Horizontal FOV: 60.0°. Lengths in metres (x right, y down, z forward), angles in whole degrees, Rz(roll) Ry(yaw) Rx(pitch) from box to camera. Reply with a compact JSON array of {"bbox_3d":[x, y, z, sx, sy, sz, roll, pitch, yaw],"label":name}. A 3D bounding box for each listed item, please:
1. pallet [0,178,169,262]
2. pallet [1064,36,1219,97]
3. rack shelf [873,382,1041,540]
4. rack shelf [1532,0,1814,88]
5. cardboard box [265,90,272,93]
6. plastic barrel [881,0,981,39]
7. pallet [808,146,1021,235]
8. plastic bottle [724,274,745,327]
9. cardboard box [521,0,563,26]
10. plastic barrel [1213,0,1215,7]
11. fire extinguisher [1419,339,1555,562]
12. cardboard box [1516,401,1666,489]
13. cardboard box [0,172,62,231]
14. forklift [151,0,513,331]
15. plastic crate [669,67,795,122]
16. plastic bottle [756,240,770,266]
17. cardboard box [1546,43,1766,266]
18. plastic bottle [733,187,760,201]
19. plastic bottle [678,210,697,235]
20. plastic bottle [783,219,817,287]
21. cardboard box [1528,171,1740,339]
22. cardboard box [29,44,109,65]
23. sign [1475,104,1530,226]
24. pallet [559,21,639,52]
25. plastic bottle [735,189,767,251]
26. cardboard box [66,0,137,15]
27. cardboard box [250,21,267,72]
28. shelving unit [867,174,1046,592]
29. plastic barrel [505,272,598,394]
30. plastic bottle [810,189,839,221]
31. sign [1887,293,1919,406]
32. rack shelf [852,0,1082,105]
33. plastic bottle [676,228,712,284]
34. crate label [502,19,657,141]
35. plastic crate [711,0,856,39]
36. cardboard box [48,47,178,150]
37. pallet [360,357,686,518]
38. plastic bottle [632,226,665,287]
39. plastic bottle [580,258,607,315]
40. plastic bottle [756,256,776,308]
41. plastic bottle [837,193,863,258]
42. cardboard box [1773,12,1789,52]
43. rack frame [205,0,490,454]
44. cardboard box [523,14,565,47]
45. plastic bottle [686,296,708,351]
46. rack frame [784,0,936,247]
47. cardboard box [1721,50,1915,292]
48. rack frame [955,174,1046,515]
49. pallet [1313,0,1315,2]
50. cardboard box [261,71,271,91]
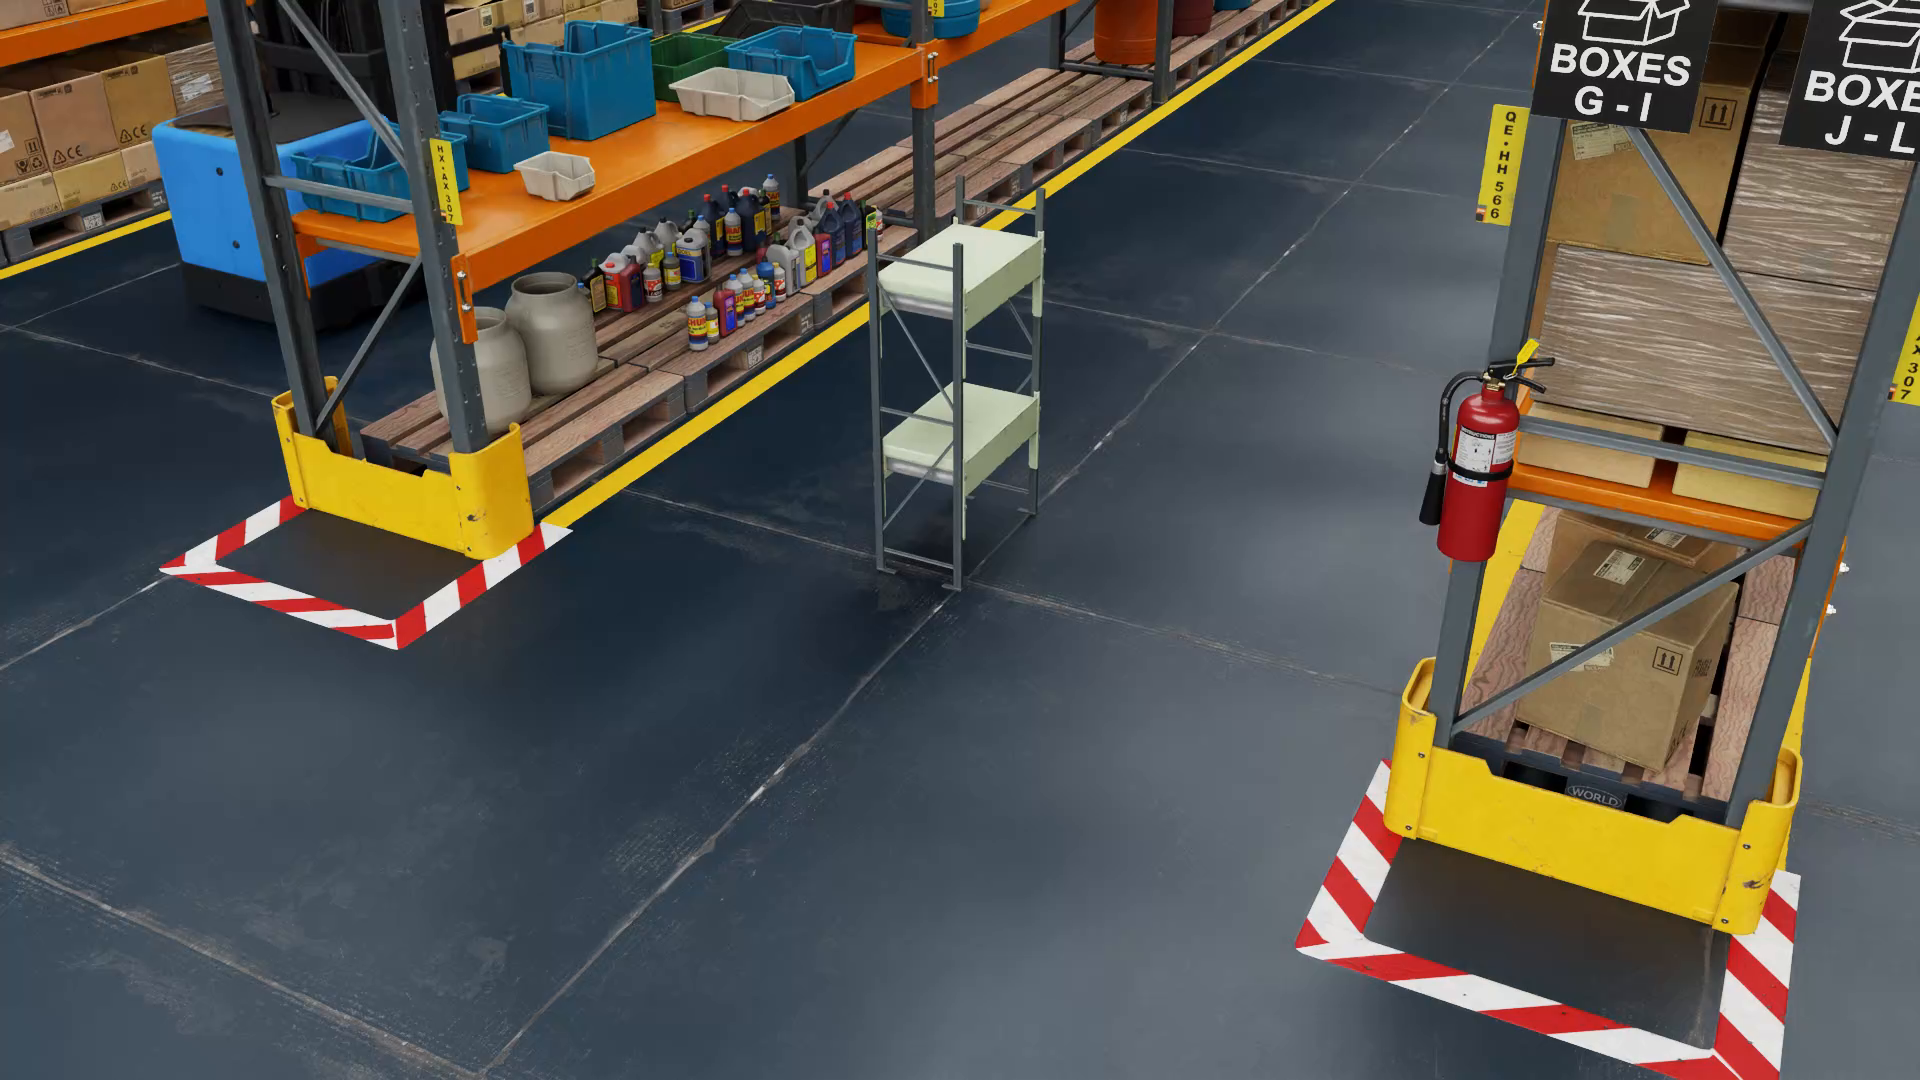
[{"bbox_3d":[-5.984,-2.172,10.821,1.003,0.211,1.213,14,33,23],"label":"pallet"},{"bbox_3d":[1.523,-4.065,14.117,1.003,0.211,1.213,14,33,23],"label":"pallet"},{"bbox_3d":[-0.003,-0.365,7.034,0.431,0.370,0.720,14,33,23],"label":"rack shelf"},{"bbox_3d":[2.877,-2.121,5.641,1.077,0.370,4.000,14,33,23],"label":"rack shelf"},{"bbox_3d":[-5.046,-3.002,11.805,0.500,0.250,0.500,14,33,23],"label":"cardboard box"},{"bbox_3d":[-0.176,-3.462,9.763,0.600,0.901,0.708,14,33,23],"label":"plastic barrel"},{"bbox_3d":[-0.298,-2.290,11.026,1.003,0.211,1.213,14,33,23],"label":"pallet"},{"bbox_3d":[-1.184,-1.262,8.733,0.097,0.271,0.097,0,30,0],"label":"plastic bottle"},{"bbox_3d":[-3.690,-4.531,13.904,0.500,0.311,0.500,14,33,23],"label":"cardboard box"},{"bbox_3d":[2.100,-5.011,15.040,0.421,0.512,0.421,0,30,0],"label":"plastic barrel"},{"bbox_3d":[1.503,-0.266,4.778,0.296,0.674,0.183,14,33,23],"label":"fire extinguisher"},{"bbox_3d":[1.912,-0.310,5.029,0.380,0.149,0.250,14,33,23],"label":"cardboard box"},{"bbox_3d":[-5.957,-2.115,10.261,0.500,0.250,0.500,14,33,23],"label":"cardboard box"},{"bbox_3d":[-3.261,-3.116,9.733,1.130,2.935,3.031,15,33,25],"label":"forklift"},{"bbox_3d":[-1.136,-2.251,8.422,0.530,0.136,0.437,14,33,23],"label":"plastic crate"},{"bbox_3d":[-1.066,-1.529,9.186,0.061,0.283,0.133,14,33,23],"label":"plastic bottle"},{"bbox_3d":[1.996,-1.151,4.839,0.500,0.500,0.500,14,33,23],"label":"cardboard box"},{"bbox_3d":[-1.280,-1.961,9.945,0.152,0.276,0.135,16,33,25],"label":"plastic bottle"},{"bbox_3d":[-1.557,-1.744,9.561,0.061,0.283,0.133,16,33,25],"label":"plastic bottle"},{"bbox_3d":[-0.893,-1.605,9.251,0.144,0.351,0.185,14,33,23],"label":"plastic bottle"},{"bbox_3d":[2.361,-0.904,5.413,0.875,0.500,0.500,14,33,23],"label":"cardboard box"},{"bbox_3d":[-5.975,-3.005,11.056,0.500,0.500,0.500,14,33,23],"label":"cardboard box"},{"bbox_3d":[1.480,-1.019,4.533,0.100,0.325,0.005,14,33,23],"label":"sign"},{"bbox_3d":[-3.617,-4.475,14.832,1.003,0.211,1.213,14,33,23],"label":"pallet"},{"bbox_3d":[-1.230,-1.888,9.744,0.144,0.351,0.185,14,33,23],"label":"plastic bottle"},{"bbox_3d":[-5.692,-3.656,10.504,0.700,0.500,0.500,15,33,24],"label":"cardboard box"},{"bbox_3d":[-5.100,-3.745,12.536,0.500,0.311,0.500,14,33,23],"label":"cardboard box"},{"bbox_3d":[-0.003,-0.647,6.871,0.431,1.500,0.755,14,33,23],"label":"shelving unit"},{"bbox_3d":[-1.984,-1.004,8.062,0.421,0.512,0.421,0,30,0],"label":"plastic barrel"},{"bbox_3d":[-0.787,-1.866,9.706,0.144,0.351,0.185,14,33,23],"label":"plastic bottle"},{"bbox_3d":[2.449,-0.498,4.235,0.100,0.325,0.005,14,33,23],"label":"sign"},{"bbox_3d":[0.290,-3.717,11.433,1.077,0.370,4.000,14,33,23],"label":"rack shelf"},{"bbox_3d":[-1.495,-1.594,9.306,0.152,0.276,0.135,14,33,23],"label":"plastic bottle"},{"bbox_3d":[-1.846,-2.262,8.141,0.502,0.435,0.616,14,33,23],"label":"crate label"},{"bbox_3d":[-0.973,-2.912,9.371,0.767,0.338,0.504,14,33,23],"label":"plastic crate"},{"bbox_3d":[-5.509,-2.886,10.850,0.500,0.500,0.500,14,33,23],"label":"cardboard box"},{"bbox_3d":[-2.076,-0.563,8.018,1.003,0.211,1.213,14,33,23],"label":"pallet"},{"bbox_3d":[-1.723,-1.566,9.183,0.144,0.351,0.185,16,33,25],"label":"plastic bottle"},{"bbox_3d":[-1.960,-1.351,8.877,0.061,0.283,0.133,15,33,24],"label":"plastic bottle"},{"bbox_3d":[-1.046,-1.396,8.966,0.097,0.271,0.097,0,30,0],"label":"plastic bottle"},{"bbox_3d":[-0.658,-1.833,9.649,0.144,0.351,0.185,13,32,22],"label":"plastic bottle"},{"bbox_3d":[2.684,-1.815,5.995,0.500,0.500,0.500,14,33,23],"label":"cardboard box"},{"bbox_3d":[-2.444,-1.369,6.622,1.000,3.000,0.127,14,33,23],"label":"rack frame"},{"bbox_3d":[-3.693,-4.290,14.049,0.500,0.250,0.500,15,33,24],"label":"cardboard box"},{"bbox_3d":[-1.340,-1.110,8.468,0.097,0.271,0.097,0,30,0],"label":"plastic bottle"},{"bbox_3d":[-0.622,-3.142,9.710,1.000,3.000,0.127,14,33,23],"label":"rack frame"},{"bbox_3d":[2.459,-1.033,4.634,0.500,0.500,0.500,14,33,23],"label":"cardboard box"},{"bbox_3d":[0.164,-0.810,7.154,0.400,1.500,0.023,14,33,23],"label":"rack frame"},{"bbox_3d":[3.323,-5.814,17.163,1.003,0.211,1.213,14,33,23],"label":"pallet"},{"bbox_3d":[-5.099,-3.507,12.684,0.500,0.250,0.500,14,33,23],"label":"cardboard box"}]
